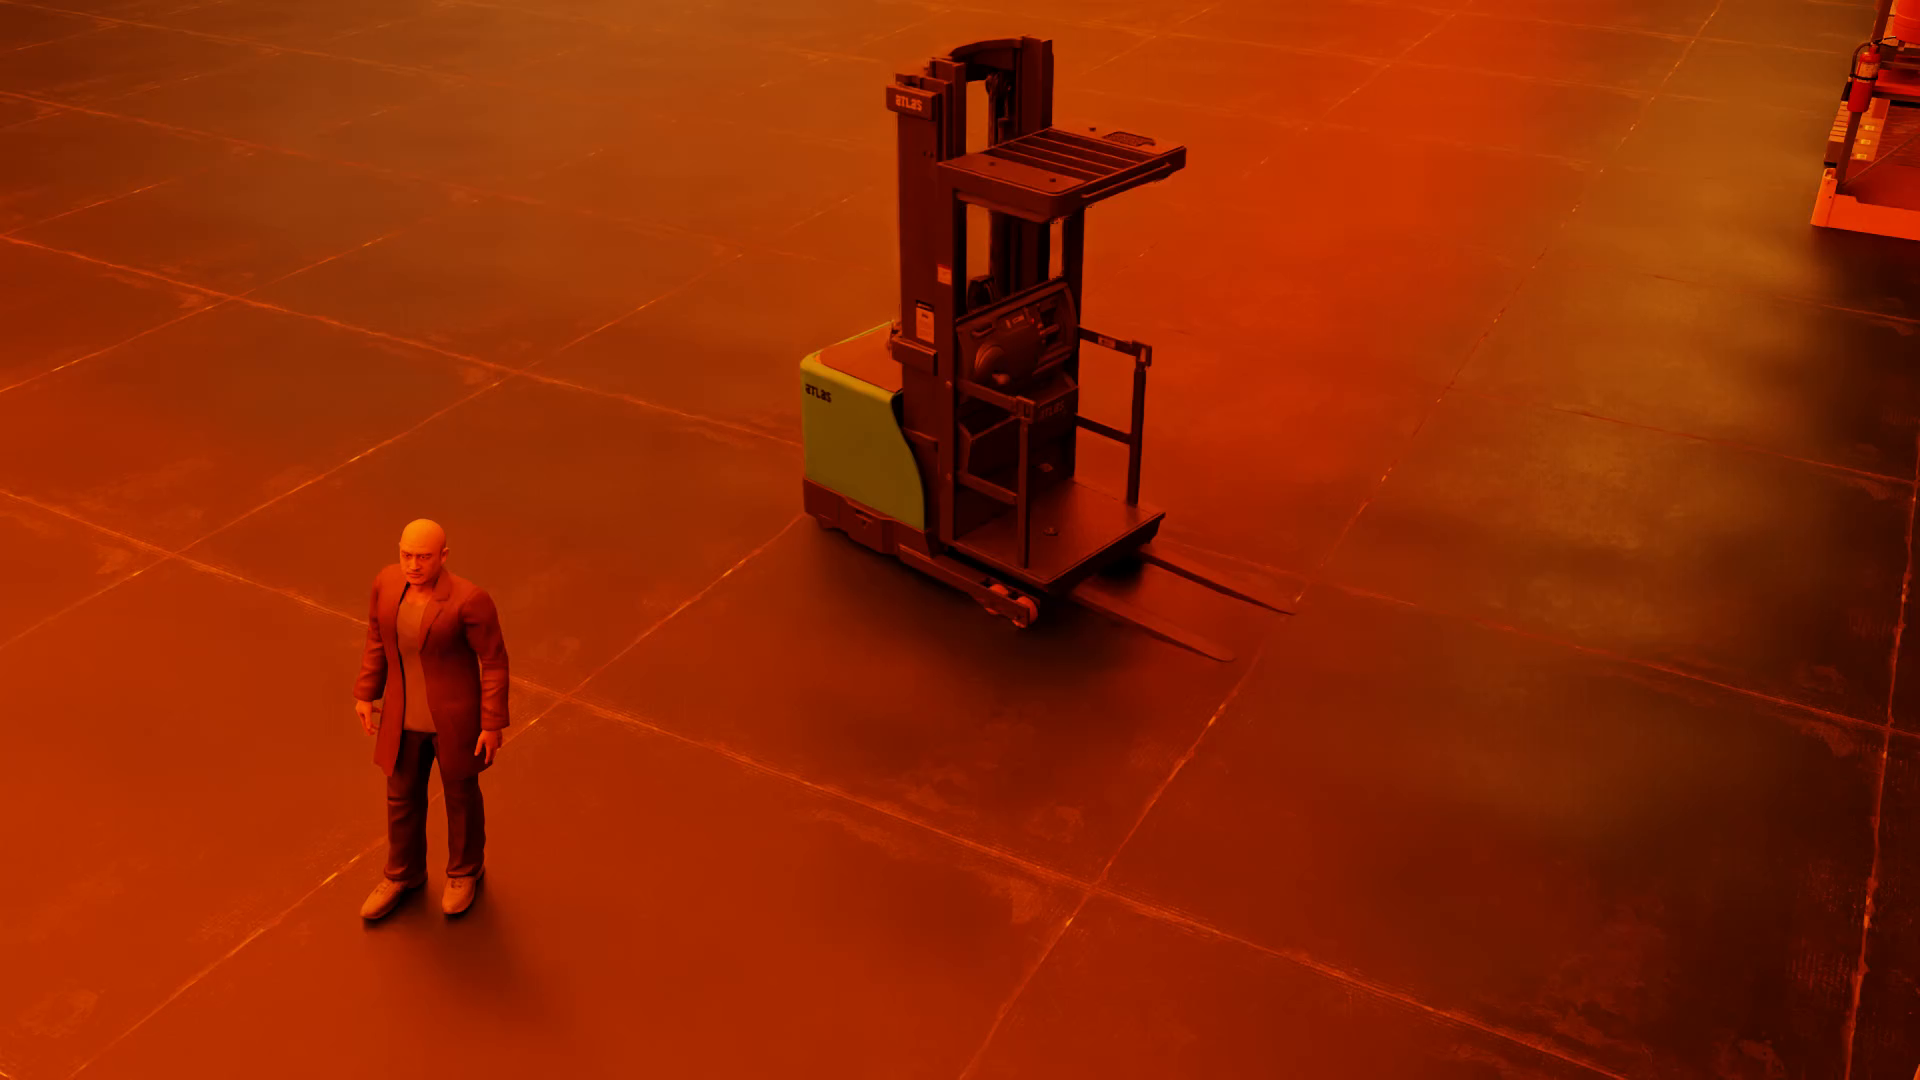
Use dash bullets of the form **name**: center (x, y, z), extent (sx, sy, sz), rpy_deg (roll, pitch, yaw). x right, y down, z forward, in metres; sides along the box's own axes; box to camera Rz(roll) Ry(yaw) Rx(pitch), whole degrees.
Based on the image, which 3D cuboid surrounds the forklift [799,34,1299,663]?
- **forklift**: center (0.474, -1.084, 8.950), extent (3.031, 2.935, 1.130), rpy_deg (24, 38, 35)

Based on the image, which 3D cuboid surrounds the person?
- **person**: center (-2.213, 0.771, 6.873), extent (0.695, 1.776, 0.582), rpy_deg (7, 31, 12)
